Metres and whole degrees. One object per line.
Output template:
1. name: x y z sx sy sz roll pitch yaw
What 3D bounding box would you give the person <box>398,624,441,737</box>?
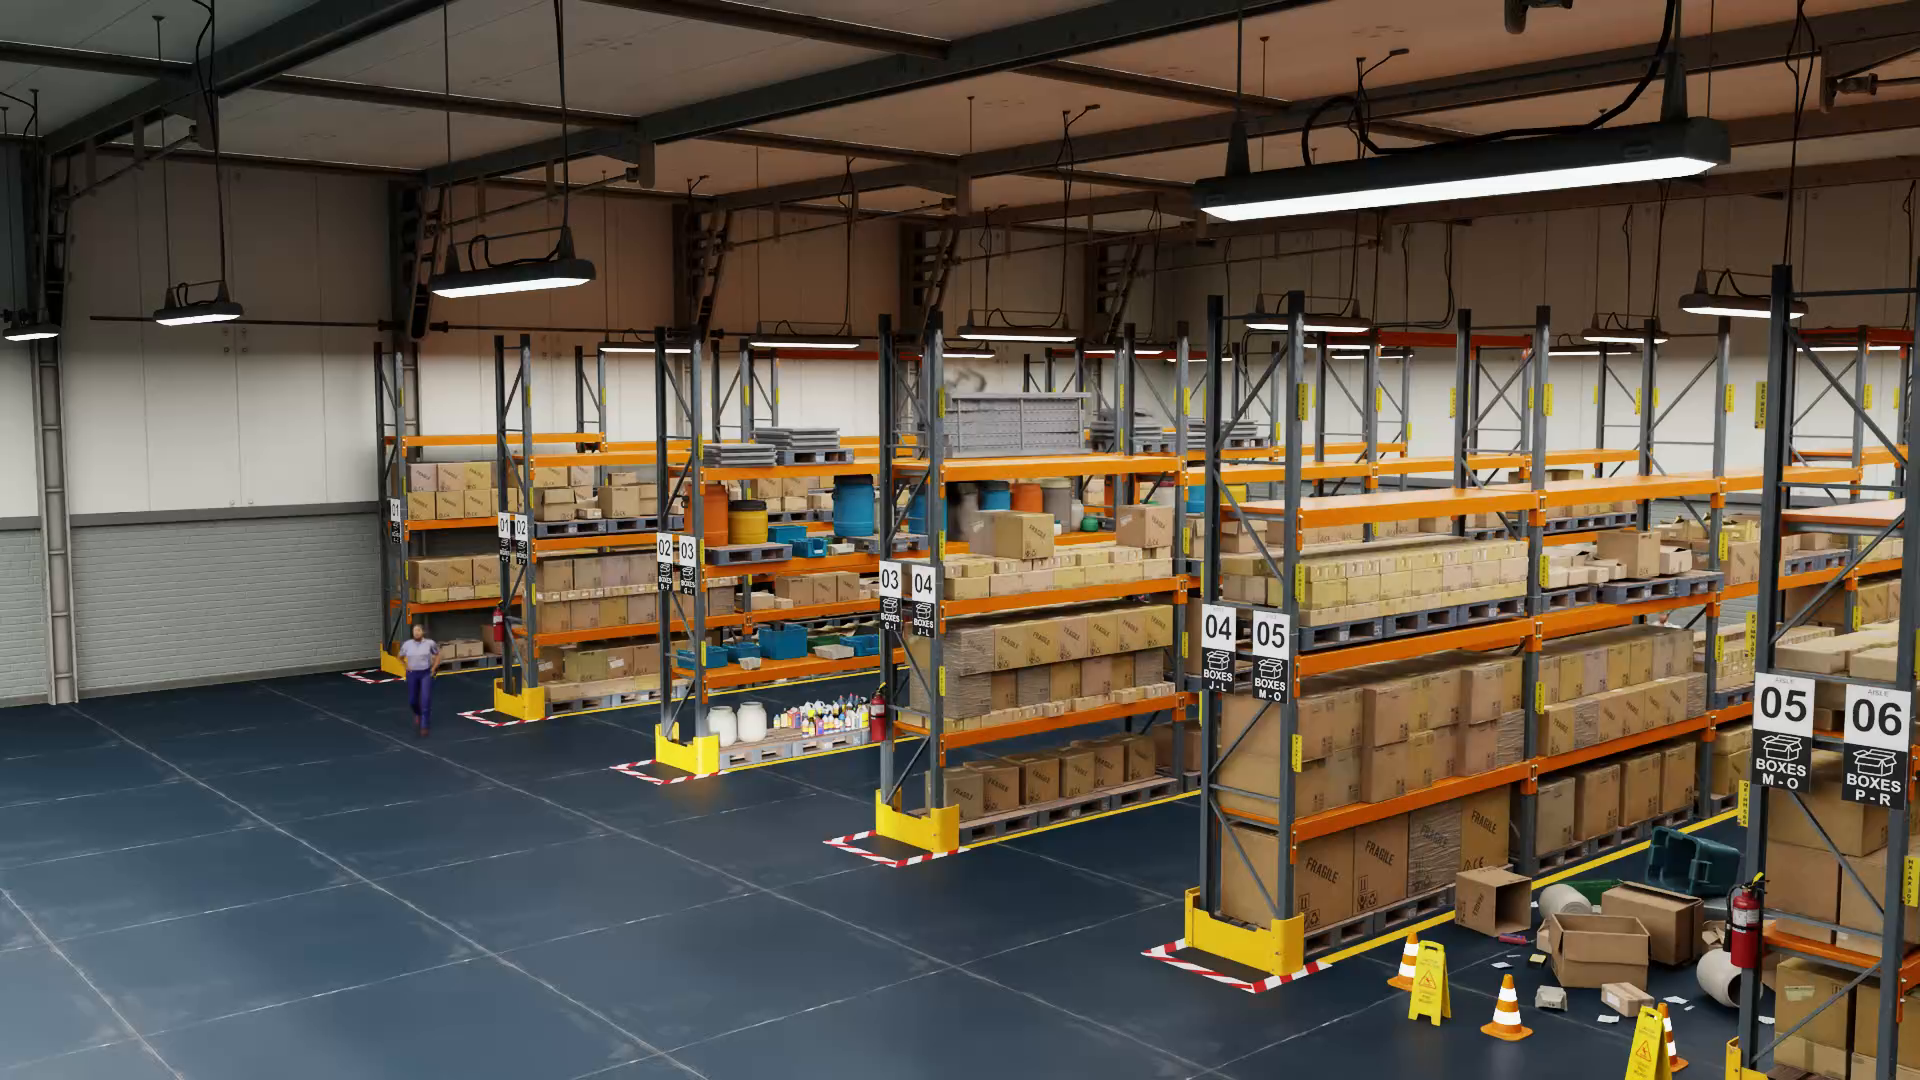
1. person: -8.135 2.085 25.037 0.624 1.647 0.787 -1 5 -12

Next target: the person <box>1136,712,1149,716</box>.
1. person: 2.623 1.791 24.775 0.528 1.680 0.589 -5 7 -44

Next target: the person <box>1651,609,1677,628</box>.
1. person: 11.223 1.877 26.598 0.611 1.682 0.940 5 7 42
